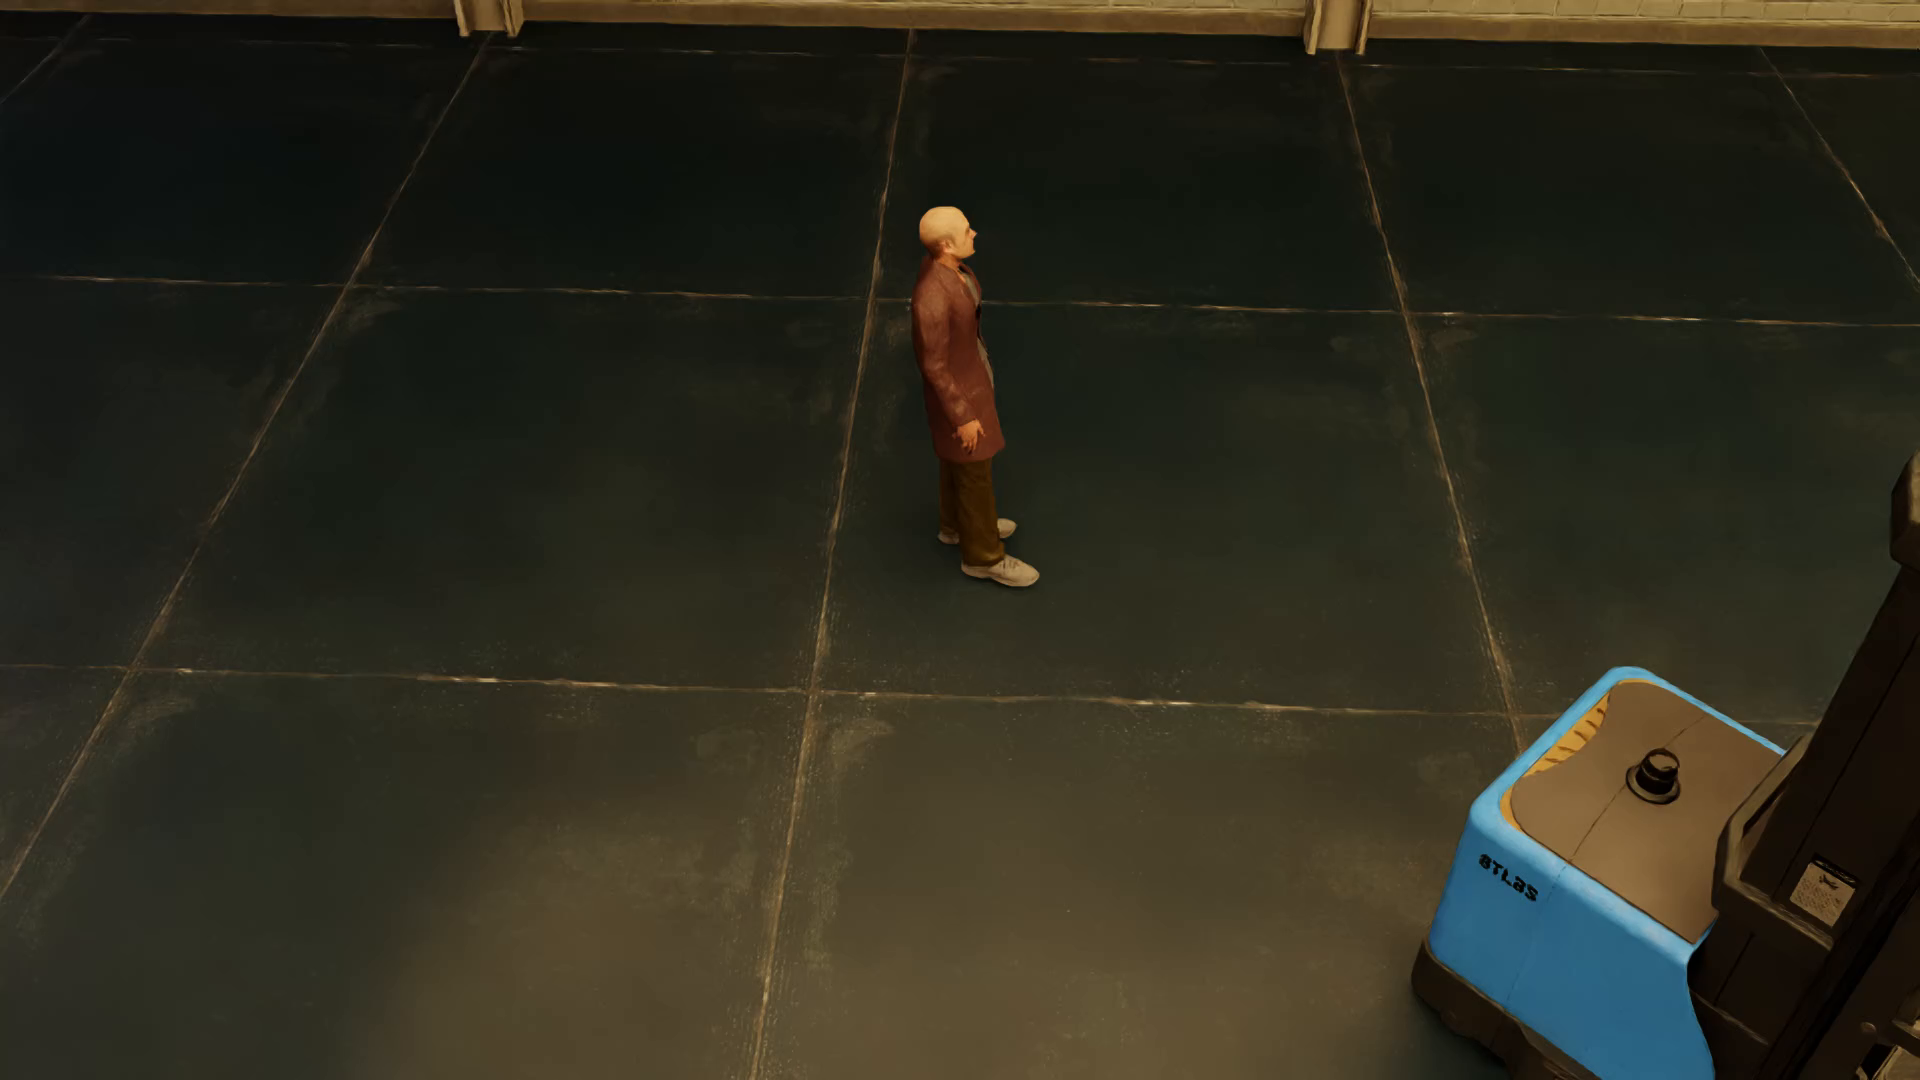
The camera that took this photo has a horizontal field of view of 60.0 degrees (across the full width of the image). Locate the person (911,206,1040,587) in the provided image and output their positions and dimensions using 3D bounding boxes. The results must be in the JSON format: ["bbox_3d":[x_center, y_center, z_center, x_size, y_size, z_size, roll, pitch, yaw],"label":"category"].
[{"bbox_3d":[0.091,-0.656,7.305,0.580,1.776,0.694,2,42,2],"label":"person"}]

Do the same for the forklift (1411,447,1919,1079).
[{"bbox_3d":[3.026,1.069,4.571,1.130,2.935,3.031,-33,52,-31],"label":"forklift"}]
